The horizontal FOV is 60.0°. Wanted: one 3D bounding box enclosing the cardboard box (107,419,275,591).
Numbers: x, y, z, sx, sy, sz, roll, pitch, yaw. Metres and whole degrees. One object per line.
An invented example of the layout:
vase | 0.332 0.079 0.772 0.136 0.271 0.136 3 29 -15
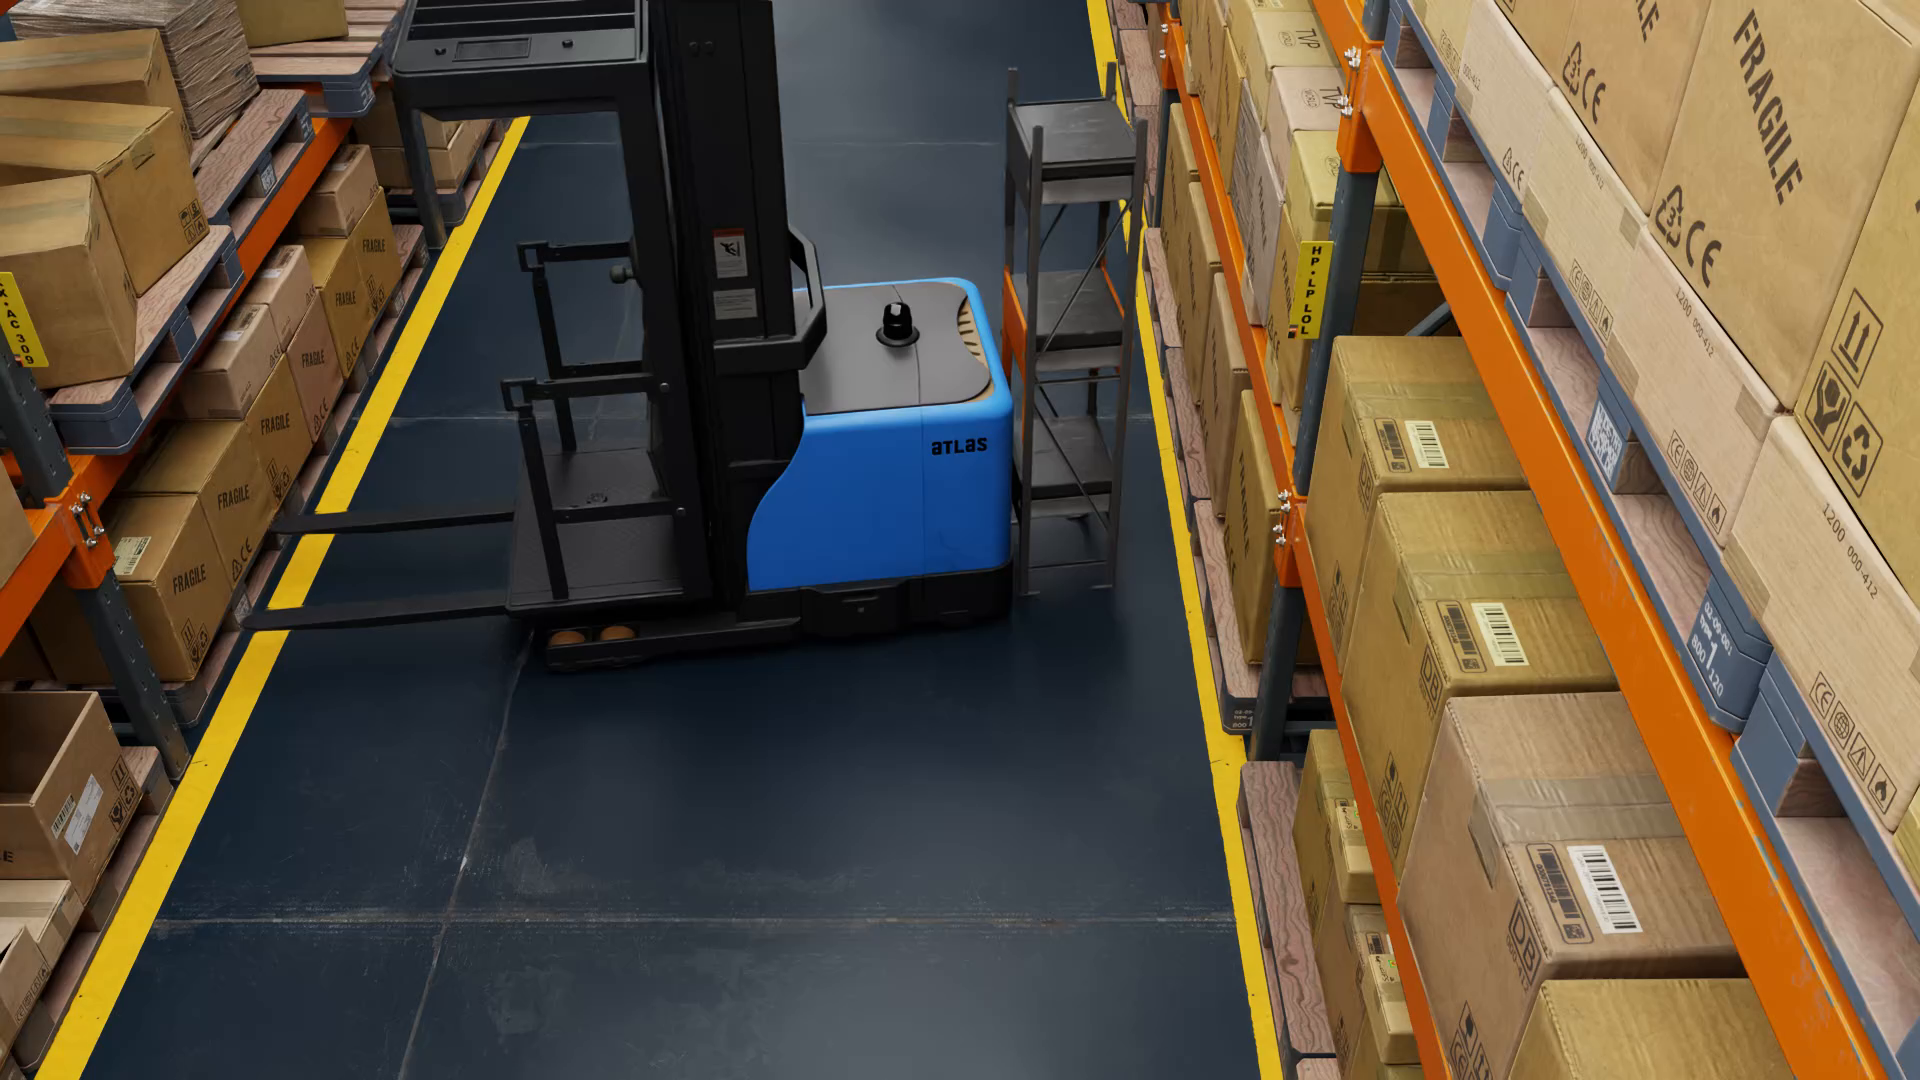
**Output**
cardboard box | -3.144 -0.147 6.681 0.500 0.500 0.500 0 39 1

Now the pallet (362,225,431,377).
pallet | -3.417 -1.260 8.654 1.003 0.211 1.213 0 39 0

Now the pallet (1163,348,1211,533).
pallet | 1.498 -0.479 7.679 1.003 0.211 1.213 0 39 0

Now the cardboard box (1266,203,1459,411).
cardboard box | 1.326 -0.771 5.480 0.500 0.500 0.500 -1 39 -1

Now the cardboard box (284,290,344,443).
cardboard box | -3.137 -0.775 7.466 0.500 0.500 0.500 -1 39 -2

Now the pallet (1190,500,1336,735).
pallet | 1.502 0.286 6.725 1.003 0.211 1.213 0 39 0

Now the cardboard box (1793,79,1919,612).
cardboard box | 1.319 -0.197 1.802 0.500 0.500 0.500 1 39 1

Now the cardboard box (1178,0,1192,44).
cardboard box | 1.318 -2.680 7.862 0.500 0.500 0.500 1 39 1

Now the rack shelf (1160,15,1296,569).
rack shelf | 1.576 -1.290 7.036 1.077 0.370 4.000 0 39 0

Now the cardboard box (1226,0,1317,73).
cardboard box | 1.329 -2.025 6.445 0.500 0.250 0.500 -1 39 -1

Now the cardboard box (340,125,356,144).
cardboard box | -3.627 -2.453 9.326 0.500 0.311 0.500 1 39 1

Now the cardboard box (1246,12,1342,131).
cardboard box | 1.330 -1.706 6.047 0.500 0.250 0.500 1 39 1

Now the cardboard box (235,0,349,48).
cardboard box | -3.267 -2.625 7.711 0.700 0.500 0.500 -12 40 -15

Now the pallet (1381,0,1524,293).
pallet | 1.569 -0.944 3.702 1.003 0.211 1.213 0 39 0

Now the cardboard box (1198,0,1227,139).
cardboard box | 1.309 -2.042 7.066 0.500 0.500 0.500 0 39 0

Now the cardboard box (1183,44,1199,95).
cardboard box | 1.250 -2.201 7.783 0.380 0.149 0.250 1 39 1

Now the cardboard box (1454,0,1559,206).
cardboard box | 1.302 -0.884 3.260 0.500 0.250 0.500 -1 39 -1

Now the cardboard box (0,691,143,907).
cardboard box | -3.091 0.846 5.443 0.500 0.500 0.500 0 39 0

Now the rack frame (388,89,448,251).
rack frame | -3.380 -2.815 8.365 1.000 3.000 0.127 0 39 0

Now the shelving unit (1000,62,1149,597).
shelving unit | 0.410 -0.754 6.512 0.431 2.100 0.503 -5 39 -7

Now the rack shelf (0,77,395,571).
rack shelf | -3.378 -1.284 7.029 1.077 0.370 4.000 0 39 0

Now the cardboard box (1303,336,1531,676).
cardboard box | 1.563 -0.098 4.734 0.980 0.700 0.700 1 39 1

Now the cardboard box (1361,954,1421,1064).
cardboard box | 1.295 1.247 4.440 0.380 0.149 0.250 -1 39 -1

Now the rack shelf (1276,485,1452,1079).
rack shelf | 1.581 1.211 3.915 1.077 0.370 4.000 0 39 0

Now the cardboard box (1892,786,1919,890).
cardboard box | 1.317 0.409 1.647 0.500 0.250 0.500 1 39 1

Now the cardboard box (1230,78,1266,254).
cardboard box | 1.323 -1.405 6.270 0.500 0.500 0.500 0 39 0

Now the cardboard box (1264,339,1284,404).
cardboard box | 1.271 -0.599 5.783 0.380 0.149 0.250 1 39 1

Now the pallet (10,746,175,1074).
pallet | -3.376 1.204 5.579 1.003 0.211 1.213 0 39 0

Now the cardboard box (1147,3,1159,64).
cardboard box | 1.597 -3.417 10.762 0.700 0.500 0.500 0 39 0

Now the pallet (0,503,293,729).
pallet | -3.414 0.265 6.750 1.003 0.211 1.213 0 39 0

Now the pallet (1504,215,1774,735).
pallet | 1.567 -0.183 2.752 1.003 0.211 1.213 0 39 0

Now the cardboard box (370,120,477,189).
cardboard box | -3.087 -2.234 9.502 0.500 0.250 0.500 0 39 0

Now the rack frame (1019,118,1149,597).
rack frame | 0.446 -0.603 6.324 0.400 2.100 0.015 -5 39 -7

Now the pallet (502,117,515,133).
pallet | -3.341 -3.003 10.829 1.003 0.211 1.213 0 39 0

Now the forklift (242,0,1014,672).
forklift | -1.346 -0.975 6.123 3.031 2.935 1.130 -5 39 -7

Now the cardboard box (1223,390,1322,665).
cardboard box | 1.447 -0.051 6.299 0.750 0.750 0.750 0 39 0

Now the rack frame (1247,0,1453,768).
rack frame | 1.578 -0.320 5.251 1.000 3.000 0.127 0 39 0

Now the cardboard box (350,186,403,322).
cardboard box | -3.144 -1.427 8.279 0.500 0.500 0.500 1 39 2

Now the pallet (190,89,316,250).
pallet | -3.373 -1.524 6.907 1.003 0.211 1.213 0 39 0

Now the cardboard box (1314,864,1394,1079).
cardboard box | 1.474 1.273 4.925 0.700 0.500 0.500 0 39 -1

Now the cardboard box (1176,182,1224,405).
cardboard box | 1.438 -1.139 7.655 0.750 0.750 0.750 0 39 0

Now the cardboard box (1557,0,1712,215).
cardboard box | 1.311 -0.851 2.619 0.500 0.500 0.500 0 39 0

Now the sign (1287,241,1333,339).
sign | 1.036 -0.734 4.905 0.100 0.325 0.005 0 39 0

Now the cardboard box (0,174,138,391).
cardboard box | -3.152 -0.813 5.451 0.700 0.500 0.500 -13 40 -15

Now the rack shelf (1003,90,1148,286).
rack shelf | 0.410 -1.290 6.083 0.431 0.518 0.480 -5 39 -7

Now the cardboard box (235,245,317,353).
cardboard box | -3.135 -1.045 7.202 0.500 0.250 0.500 -1 39 -1

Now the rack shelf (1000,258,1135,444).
rack shelf | 0.410 -0.744 6.521 0.431 0.518 0.480 -5 39 -7

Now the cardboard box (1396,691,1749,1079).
cardboard box | 1.569 0.814 3.596 0.980 0.700 0.700 -2 39 -2

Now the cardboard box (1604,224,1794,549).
cardboard box | 1.309 -0.242 2.459 0.500 0.250 0.500 -1 39 -1

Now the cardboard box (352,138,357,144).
cardboard box | -3.625 -2.235 9.504 0.500 0.250 0.500 1 39 1

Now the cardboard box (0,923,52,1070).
cardboard box | -3.090 1.389 4.917 0.500 0.311 0.500 0 39 0

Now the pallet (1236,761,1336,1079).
pallet | 1.501 1.244 5.529 1.003 0.211 1.213 0 39 0

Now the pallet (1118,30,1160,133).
pallet | 1.576 -2.983 10.803 1.003 0.211 1.213 0 39 0

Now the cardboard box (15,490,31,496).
cardboard box | -3.655 -0.128 6.658 0.500 0.500 0.500 0 39 0

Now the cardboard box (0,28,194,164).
cardboard box | -3.439 -1.622 6.459 0.700 0.500 0.500 -9 40 -11

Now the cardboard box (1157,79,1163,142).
cardboard box | 1.521 -2.468 9.578 0.700 0.500 0.500 0 39 1
